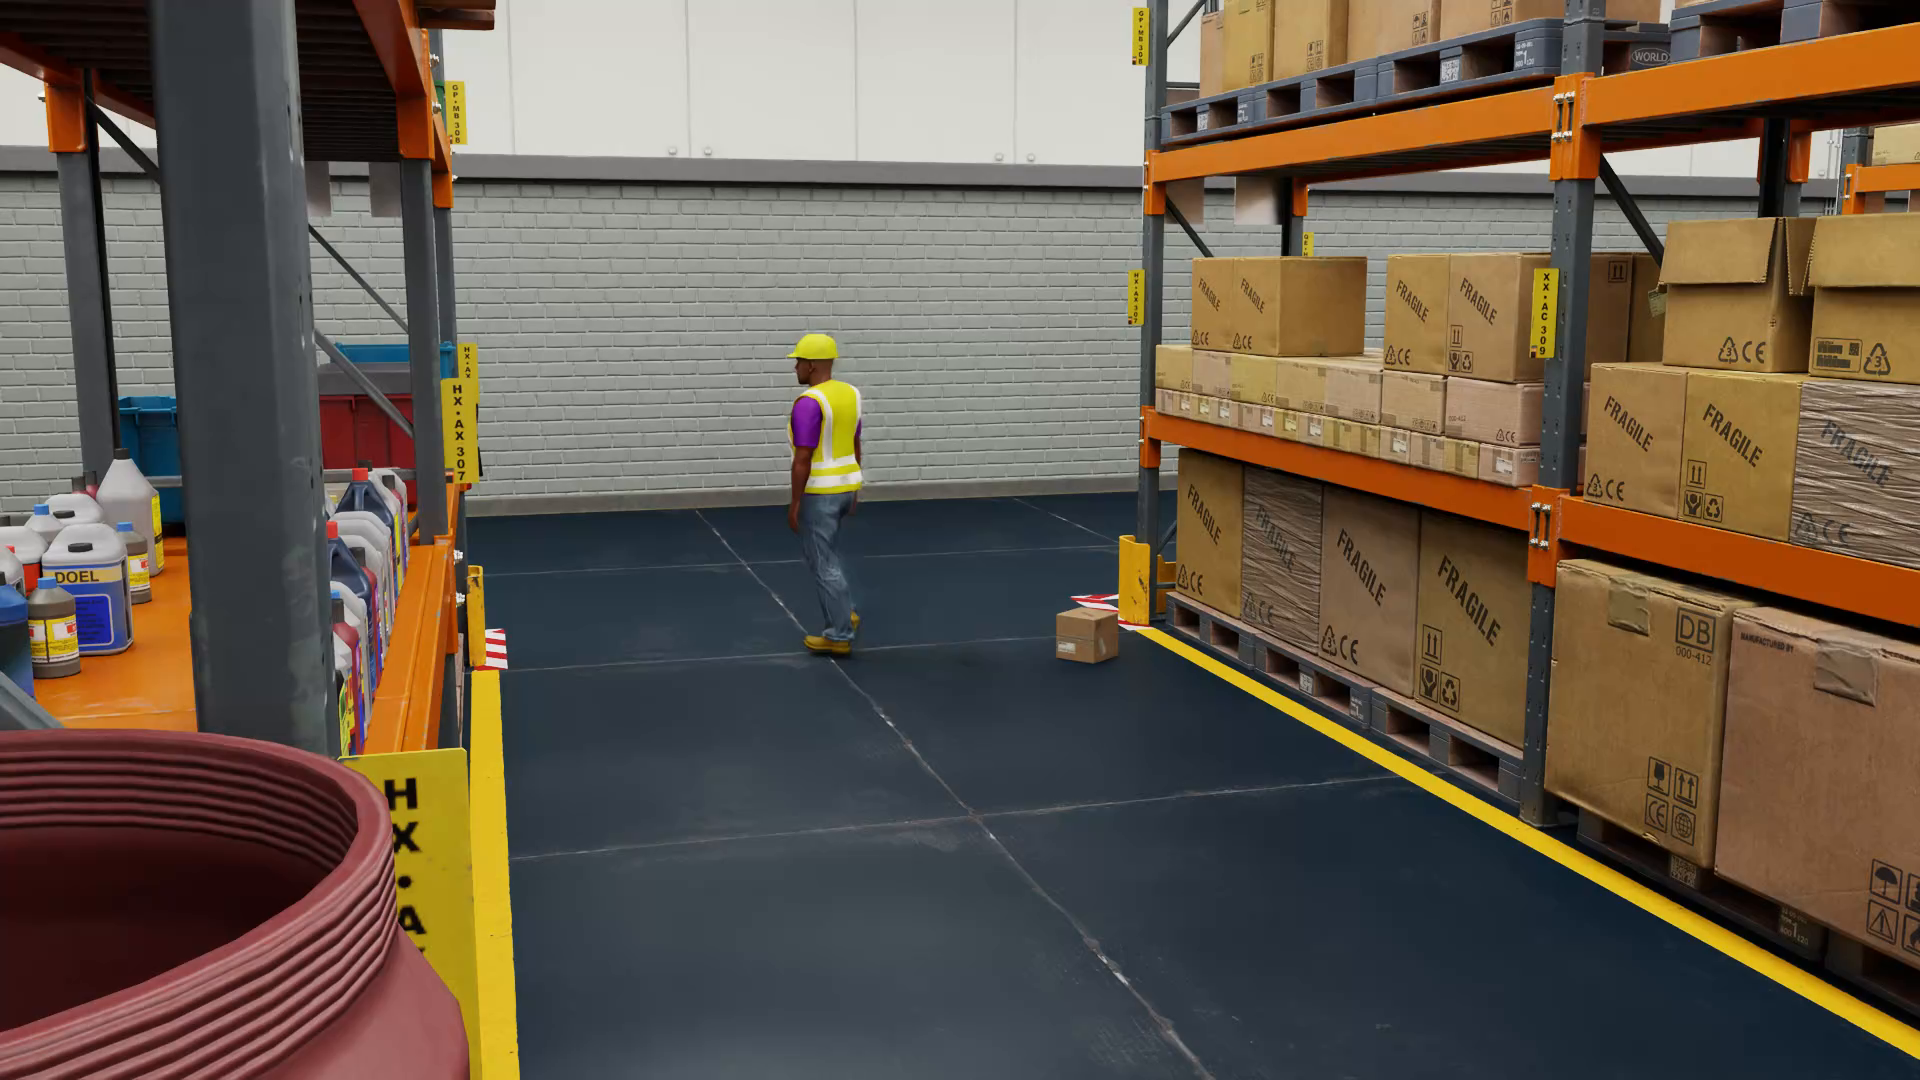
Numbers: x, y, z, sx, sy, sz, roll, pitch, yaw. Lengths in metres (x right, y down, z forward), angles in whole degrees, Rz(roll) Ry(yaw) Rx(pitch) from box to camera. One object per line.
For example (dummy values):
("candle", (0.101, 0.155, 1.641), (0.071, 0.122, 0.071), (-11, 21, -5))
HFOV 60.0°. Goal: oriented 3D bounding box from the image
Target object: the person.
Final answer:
("person", (-0.770, -0.252, 9.264), (0.448, 1.783, 0.614), (4, 10, 25))
